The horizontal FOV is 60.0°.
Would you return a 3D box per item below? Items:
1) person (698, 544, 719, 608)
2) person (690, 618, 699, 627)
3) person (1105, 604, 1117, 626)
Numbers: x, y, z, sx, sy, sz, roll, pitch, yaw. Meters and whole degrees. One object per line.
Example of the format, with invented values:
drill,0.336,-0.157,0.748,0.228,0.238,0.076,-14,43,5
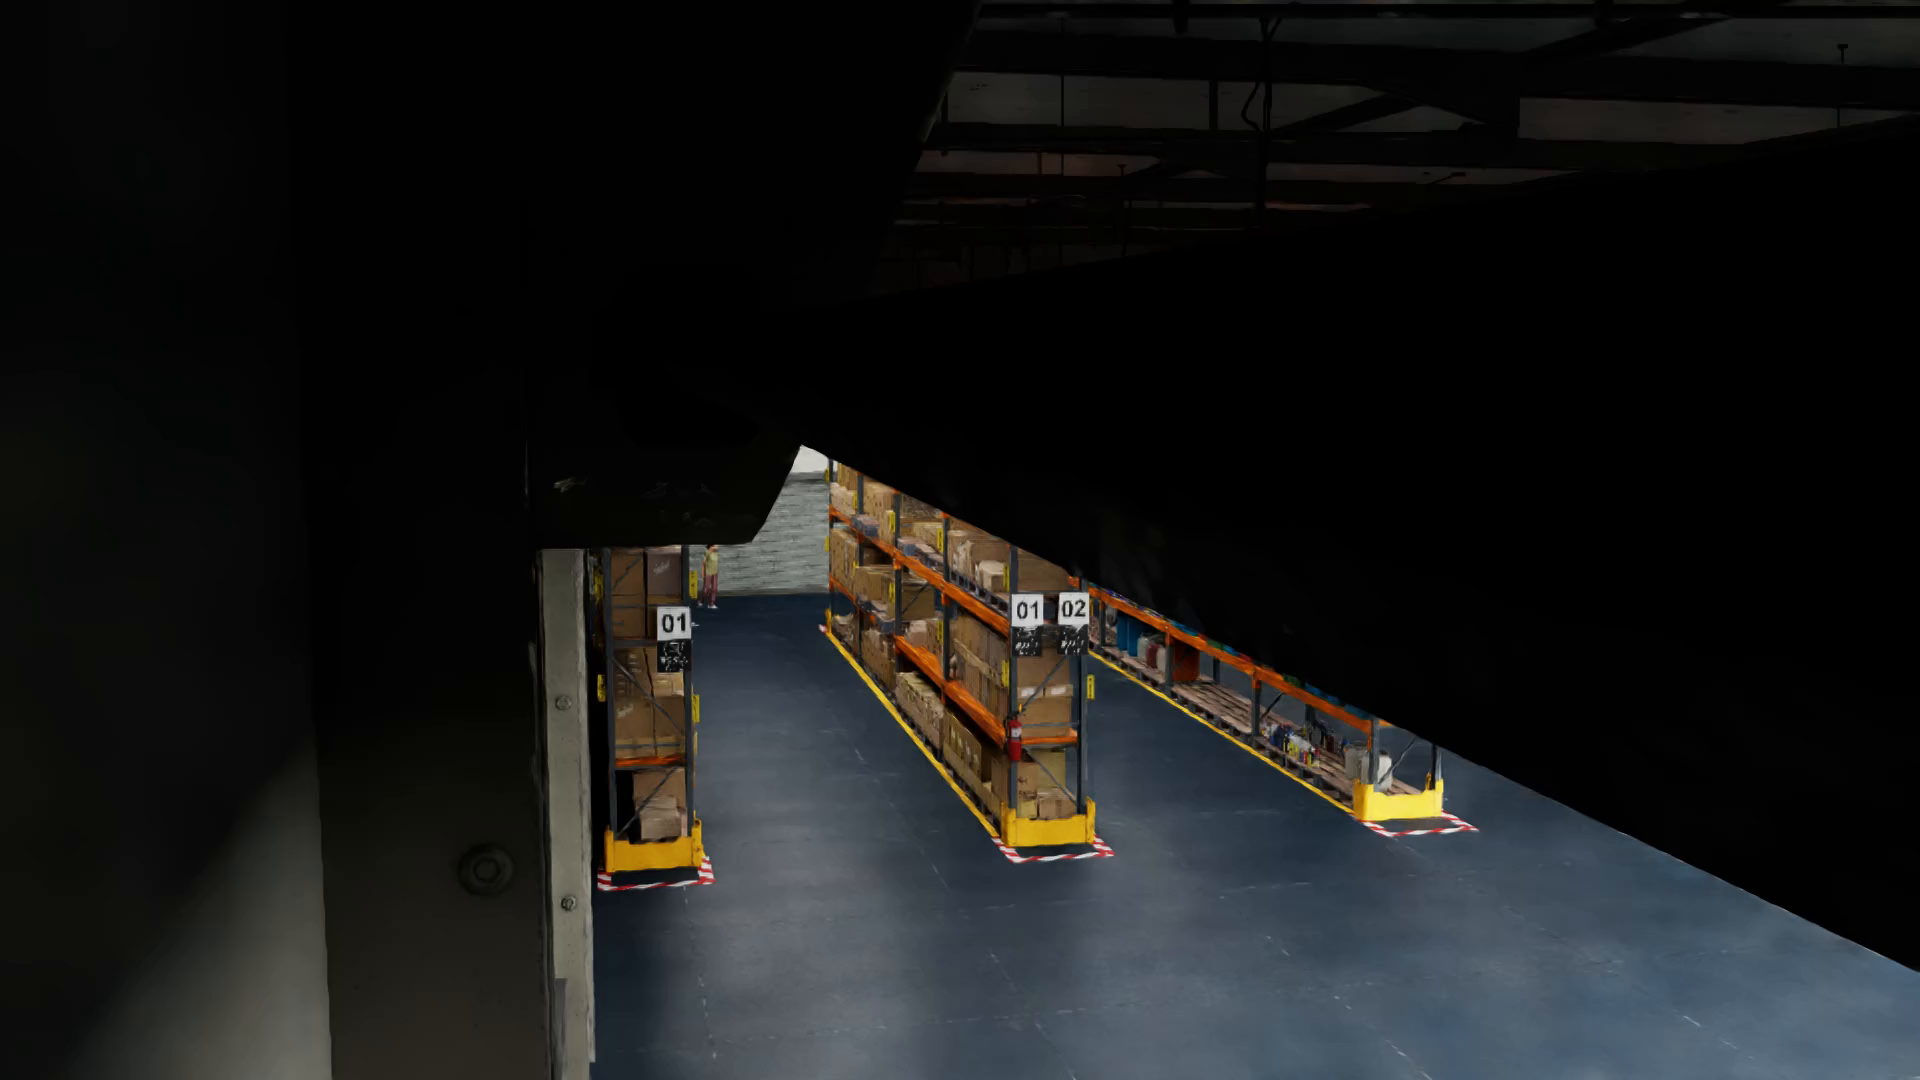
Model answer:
person,-6.026,0.795,39.755,0.534,1.659,0.508,6,9,41
person,-6.140,1.173,36.728,0.495,1.588,0.624,2,7,19
person,3.393,1.108,36.905,0.374,1.677,0.619,1,7,11
